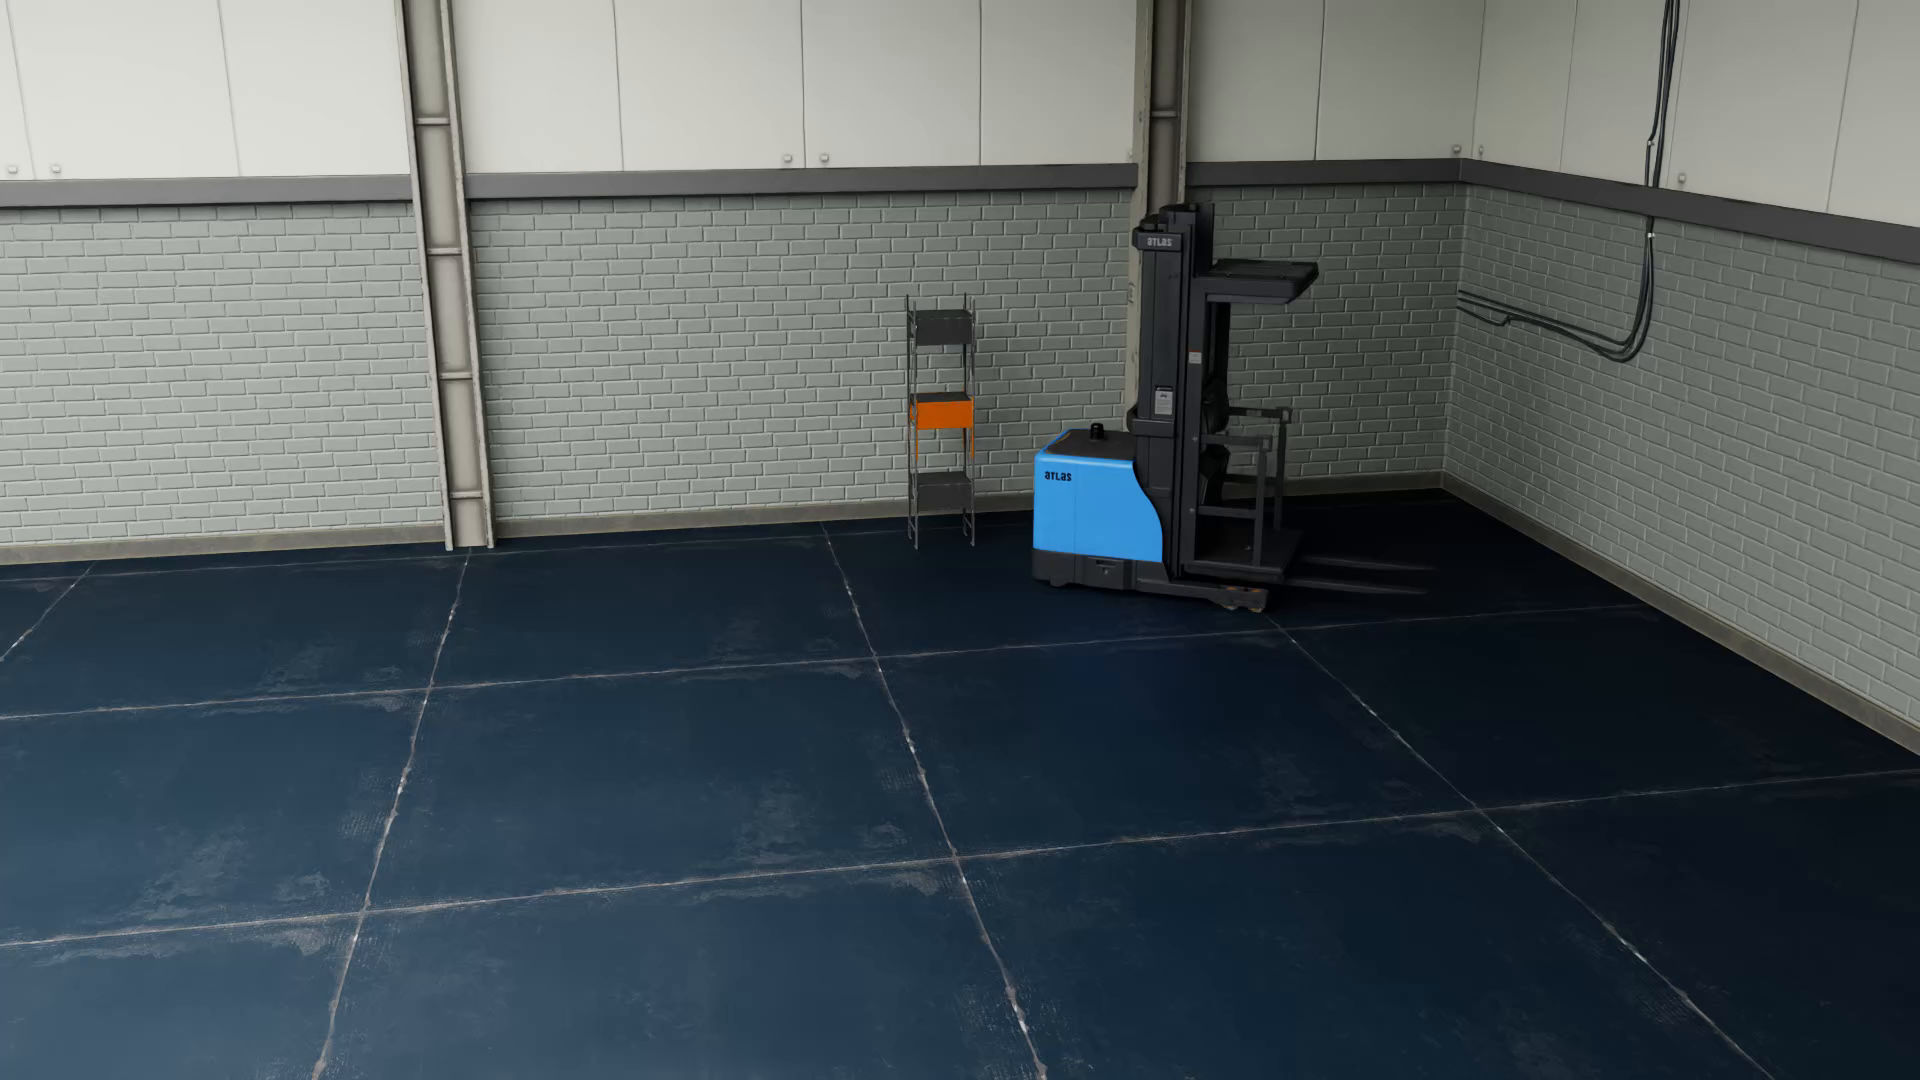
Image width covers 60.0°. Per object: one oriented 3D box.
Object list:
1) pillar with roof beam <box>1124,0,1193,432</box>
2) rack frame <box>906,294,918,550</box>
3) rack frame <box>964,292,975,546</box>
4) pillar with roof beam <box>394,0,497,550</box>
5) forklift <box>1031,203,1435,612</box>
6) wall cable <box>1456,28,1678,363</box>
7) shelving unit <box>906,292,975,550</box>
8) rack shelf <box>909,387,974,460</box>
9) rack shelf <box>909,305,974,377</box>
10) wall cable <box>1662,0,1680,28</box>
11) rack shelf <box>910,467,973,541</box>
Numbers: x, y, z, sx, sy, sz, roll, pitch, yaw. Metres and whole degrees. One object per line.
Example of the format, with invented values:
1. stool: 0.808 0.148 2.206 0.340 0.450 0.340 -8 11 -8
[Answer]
1. pillar with roof beam: 2.538 -3.363 9.933 0.400 9.000 9.100 -3 17 -10
2. rack frame: -0.402 -0.981 13.929 0.015 2.100 0.400 -3 17 -10
3. rack frame: 0.077 -1.008 14.018 0.015 2.100 0.400 -3 17 -10
4. pillar with roof beam: -3.353 -3.028 8.845 0.400 9.000 9.100 -3 17 -10
5. forklift: 2.136 -1.032 12.678 3.031 2.935 1.130 6 18 18
6. wall cable: 4.864 -2.902 13.722 0.112 2.526 3.097 -3 17 -10
7. shelving unit: -0.162 -0.995 13.973 0.503 2.100 0.431 -3 17 -10
8. rack shelf: -0.162 -0.981 13.977 0.480 0.518 0.431 -3 17 -10
9. rack shelf: -0.162 -1.651 13.772 0.480 0.518 0.431 -3 17 -10
10. wall cable: 5.378 -4.536 10.442 0.112 2.526 3.097 -3 17 -10
11. rack shelf: -0.163 -0.312 14.183 0.480 0.518 0.431 -3 17 -10
